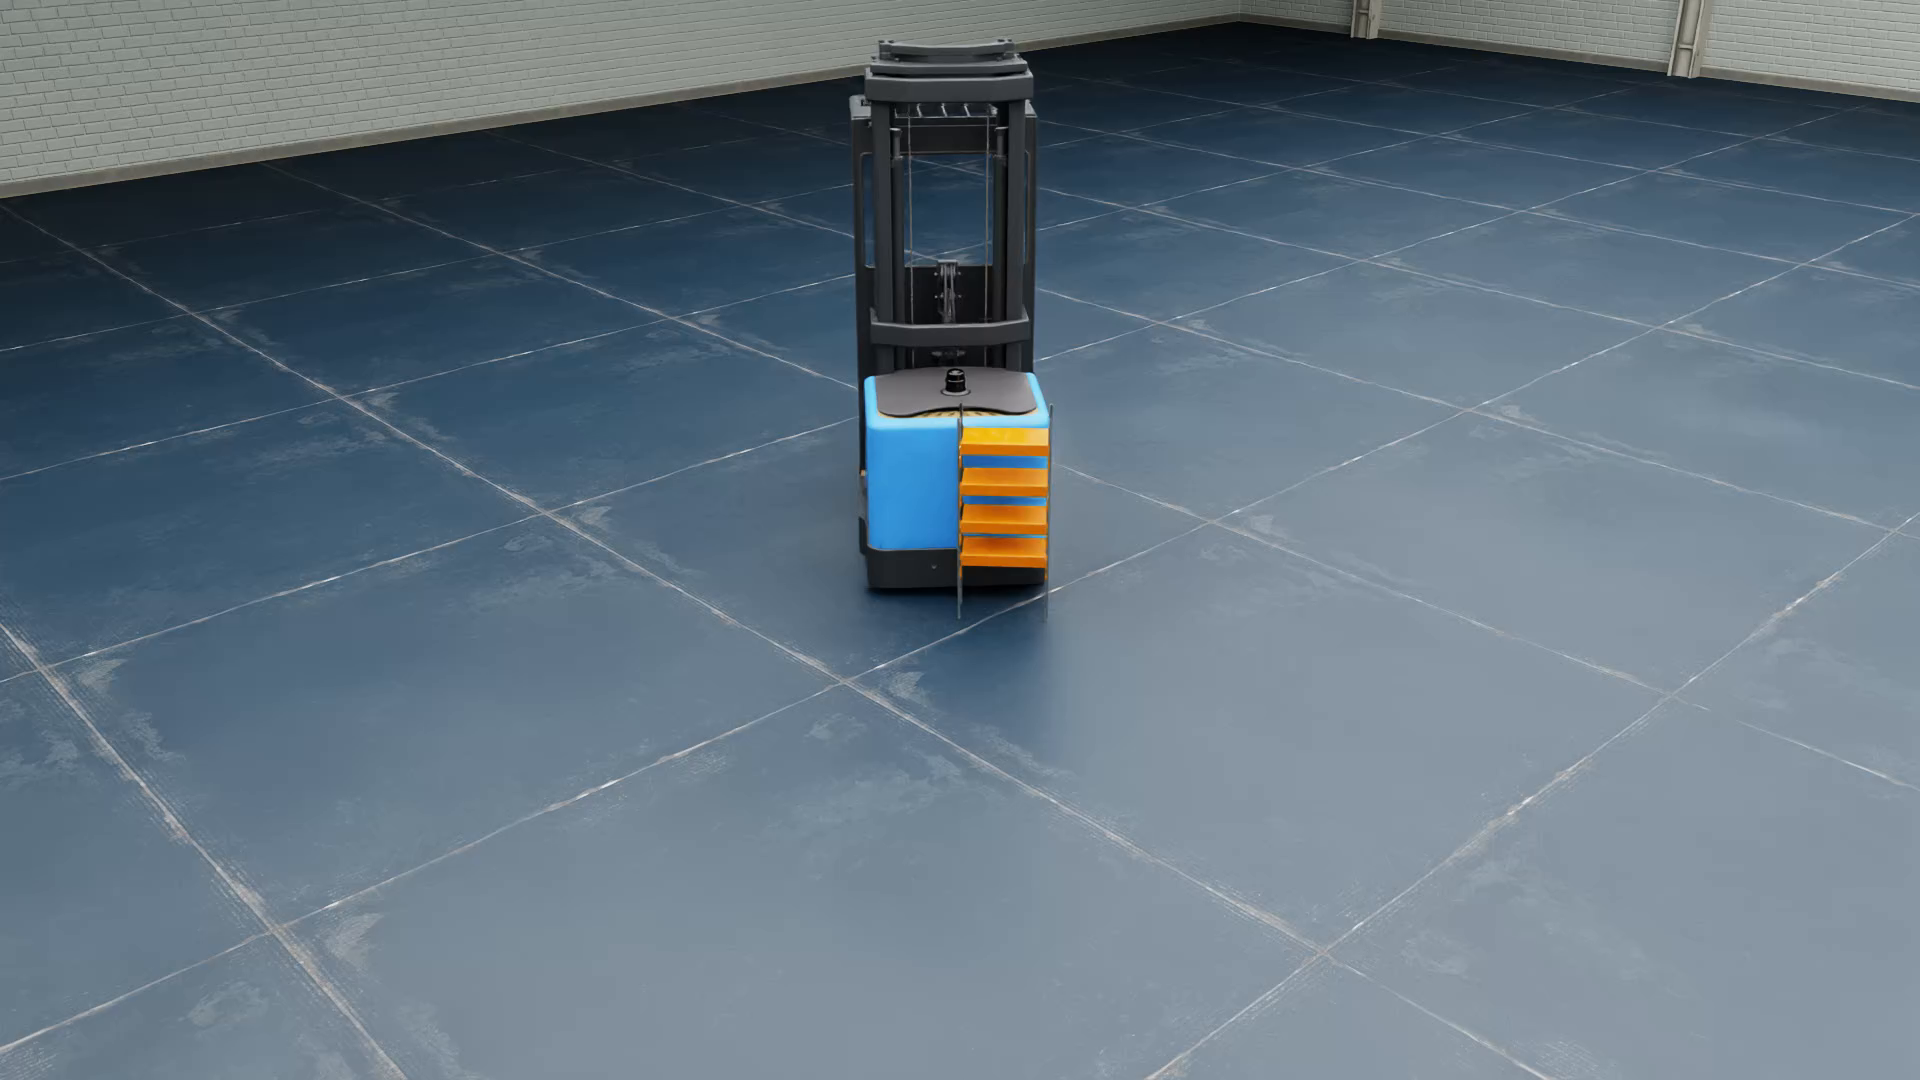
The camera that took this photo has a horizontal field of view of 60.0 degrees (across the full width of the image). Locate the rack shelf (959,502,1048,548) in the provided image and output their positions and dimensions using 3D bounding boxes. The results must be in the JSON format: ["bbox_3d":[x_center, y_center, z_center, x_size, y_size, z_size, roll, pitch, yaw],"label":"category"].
[{"bbox_3d":[0.244,-0.084,9.146,0.480,0.148,0.258,1,25,3],"label":"rack shelf"}]

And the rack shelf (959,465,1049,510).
[{"bbox_3d":[0.244,-0.286,9.049,0.480,0.148,0.258,1,25,3],"label":"rack shelf"}]

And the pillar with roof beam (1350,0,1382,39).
[{"bbox_3d":[4.245,-12.063,25.851,9.100,9.000,0.400,-21,32,-38],"label":"pillar with roof beam"}]

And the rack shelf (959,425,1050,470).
[{"bbox_3d":[0.243,-0.500,8.948,0.480,0.148,0.258,1,25,3],"label":"rack shelf"}]

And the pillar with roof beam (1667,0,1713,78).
[{"bbox_3d":[8.346,-10.245,21.866,9.100,9.000,0.400,-21,32,-38],"label":"pillar with roof beam"}]

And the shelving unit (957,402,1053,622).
[{"bbox_3d":[0.244,-0.145,9.117,0.503,1.200,0.258,1,25,3],"label":"shelving unit"}]

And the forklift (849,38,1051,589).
[{"bbox_3d":[-0.110,-1.630,10.292,1.130,2.935,3.031,-2,25,-4],"label":"forklift"}]

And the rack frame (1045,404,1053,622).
[{"bbox_3d":[0.487,-0.139,9.103,0.015,1.200,0.240,1,25,3],"label":"rack frame"}]

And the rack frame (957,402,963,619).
[{"bbox_3d":[0.000,-0.151,9.130,0.015,1.200,0.240,1,25,3],"label":"rack frame"}]

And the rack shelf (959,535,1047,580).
[{"bbox_3d":[0.244,0.095,9.231,0.480,0.148,0.258,1,25,3],"label":"rack shelf"}]
